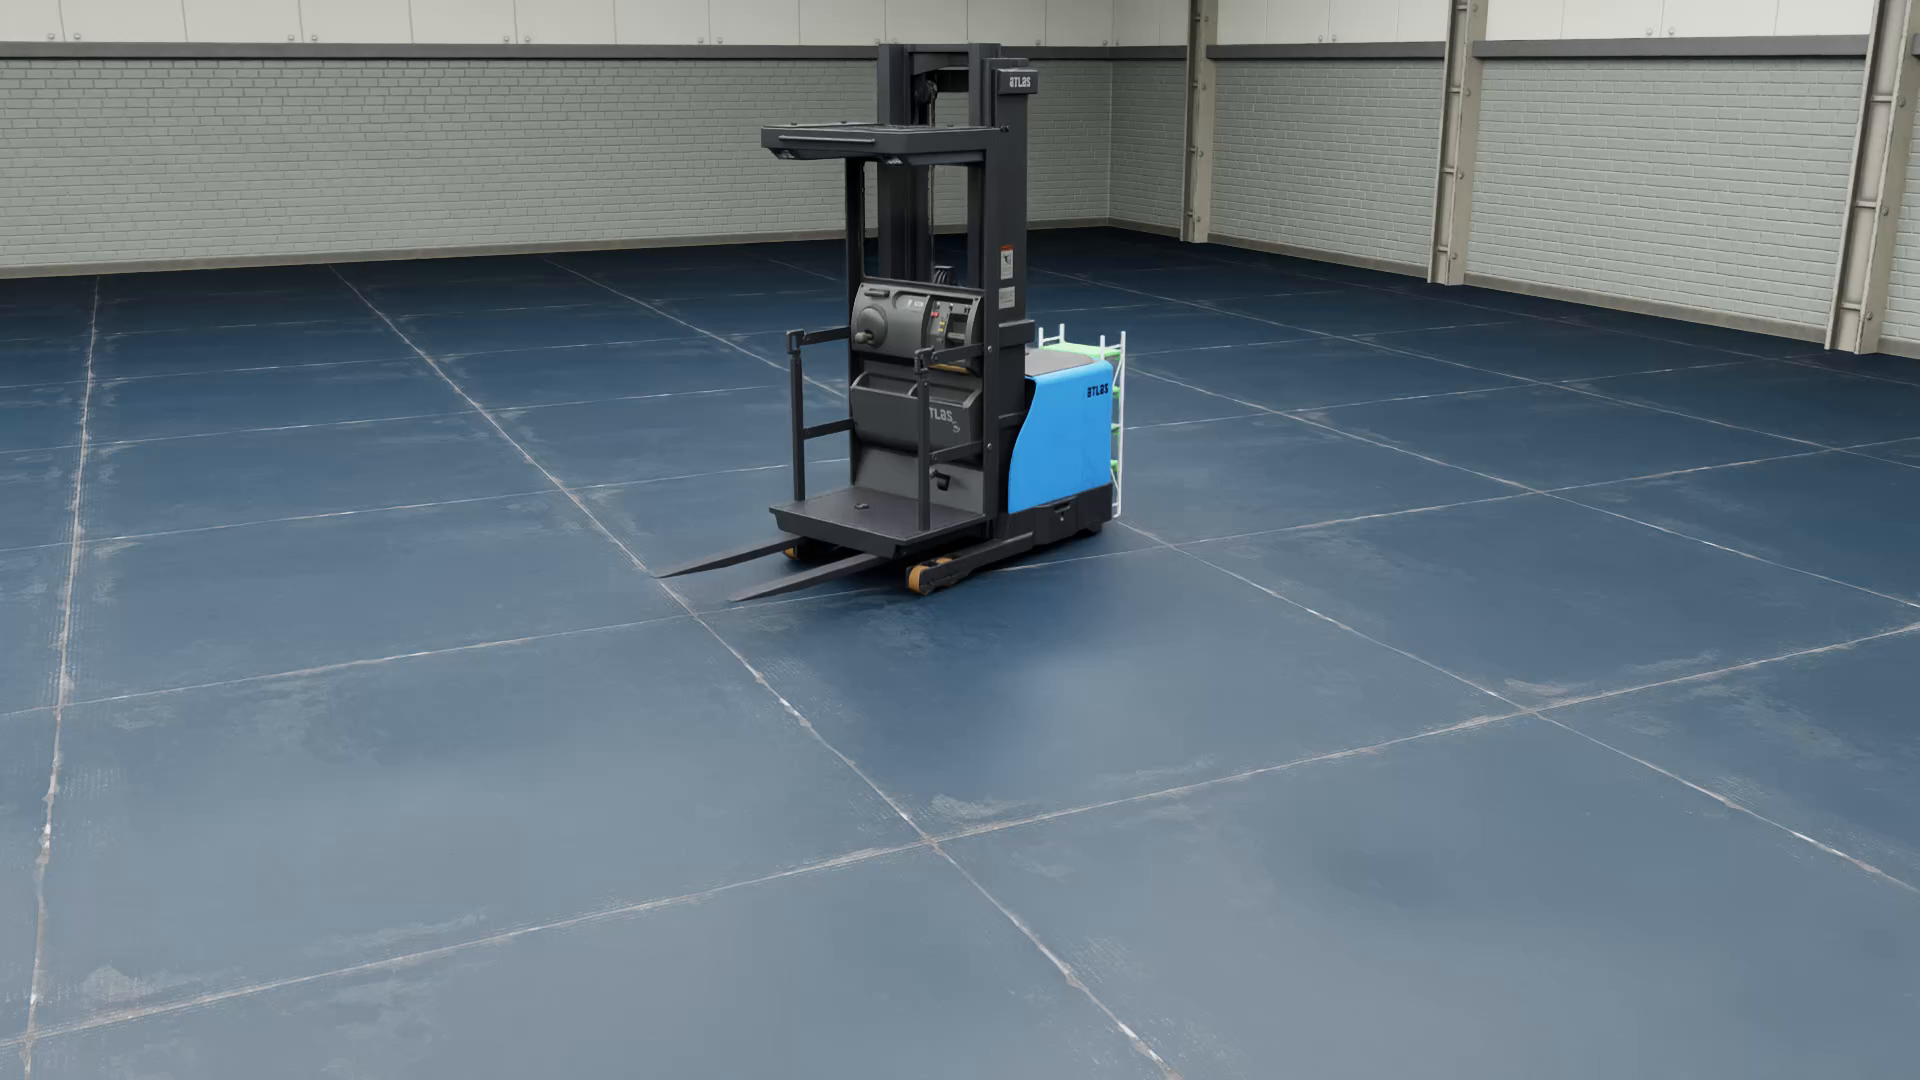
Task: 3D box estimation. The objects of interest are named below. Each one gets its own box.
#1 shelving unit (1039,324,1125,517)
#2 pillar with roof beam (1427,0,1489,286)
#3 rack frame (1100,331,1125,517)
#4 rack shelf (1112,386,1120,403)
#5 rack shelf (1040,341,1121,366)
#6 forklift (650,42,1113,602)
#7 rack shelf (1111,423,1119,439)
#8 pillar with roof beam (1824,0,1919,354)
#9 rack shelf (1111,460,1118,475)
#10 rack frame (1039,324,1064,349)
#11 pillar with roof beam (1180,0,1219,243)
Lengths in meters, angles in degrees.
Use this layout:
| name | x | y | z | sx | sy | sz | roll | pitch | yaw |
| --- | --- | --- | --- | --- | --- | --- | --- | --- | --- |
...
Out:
| name | x | y | z | sx | sy | sz | roll | pitch | yaw |
| --- | --- | --- | --- | --- | --- | --- | --- | --- | --- |
| shelving unit | 0.773 | -0.757 | 10.712 | 0.503 | 1.200 | 0.258 | 14 | 21 | 39 |
| pillar with roof beam | 2.618 | -7.233 | 19.141 | 9.100 | 9.000 | 0.400 | -8 | 18 | -25 |
| rack frame | 0.956 | -0.713 | 10.558 | 0.015 | 1.200 | 0.240 | 14 | 21 | 39 |
| rack shelf | 0.773 | -0.926 | 10.664 | 0.480 | 0.148 | 0.258 | 14 | 21 | 39 |
| rack shelf | 0.773 | -1.157 | 10.598 | 0.480 | 0.148 | 0.258 | 14 | 21 | 39 |
| forklift | -0.394 | -1.261 | 9.331 | 1.130 | 2.935 | 3.031 | 14 | 21 | 39 |
| rack shelf | 0.773 | -0.695 | 10.730 | 0.480 | 0.148 | 0.258 | 14 | 21 | 39 |
| pillar with roof beam | 5.247 | -5.745 | 13.957 | 9.100 | 9.000 | 0.400 | -8 | 18 | -25 |
| rack shelf | 0.772 | -0.465 | 10.796 | 0.480 | 0.148 | 0.258 | 14 | 21 | 39 |
| rack frame | 0.589 | -0.801 | 10.867 | 0.015 | 1.200 | 0.240 | 14 | 21 | 39 |
| pillar with roof beam | -0.010 | -8.721 | 24.326 | 9.100 | 9.000 | 0.400 | -8 | 18 | -25 |
